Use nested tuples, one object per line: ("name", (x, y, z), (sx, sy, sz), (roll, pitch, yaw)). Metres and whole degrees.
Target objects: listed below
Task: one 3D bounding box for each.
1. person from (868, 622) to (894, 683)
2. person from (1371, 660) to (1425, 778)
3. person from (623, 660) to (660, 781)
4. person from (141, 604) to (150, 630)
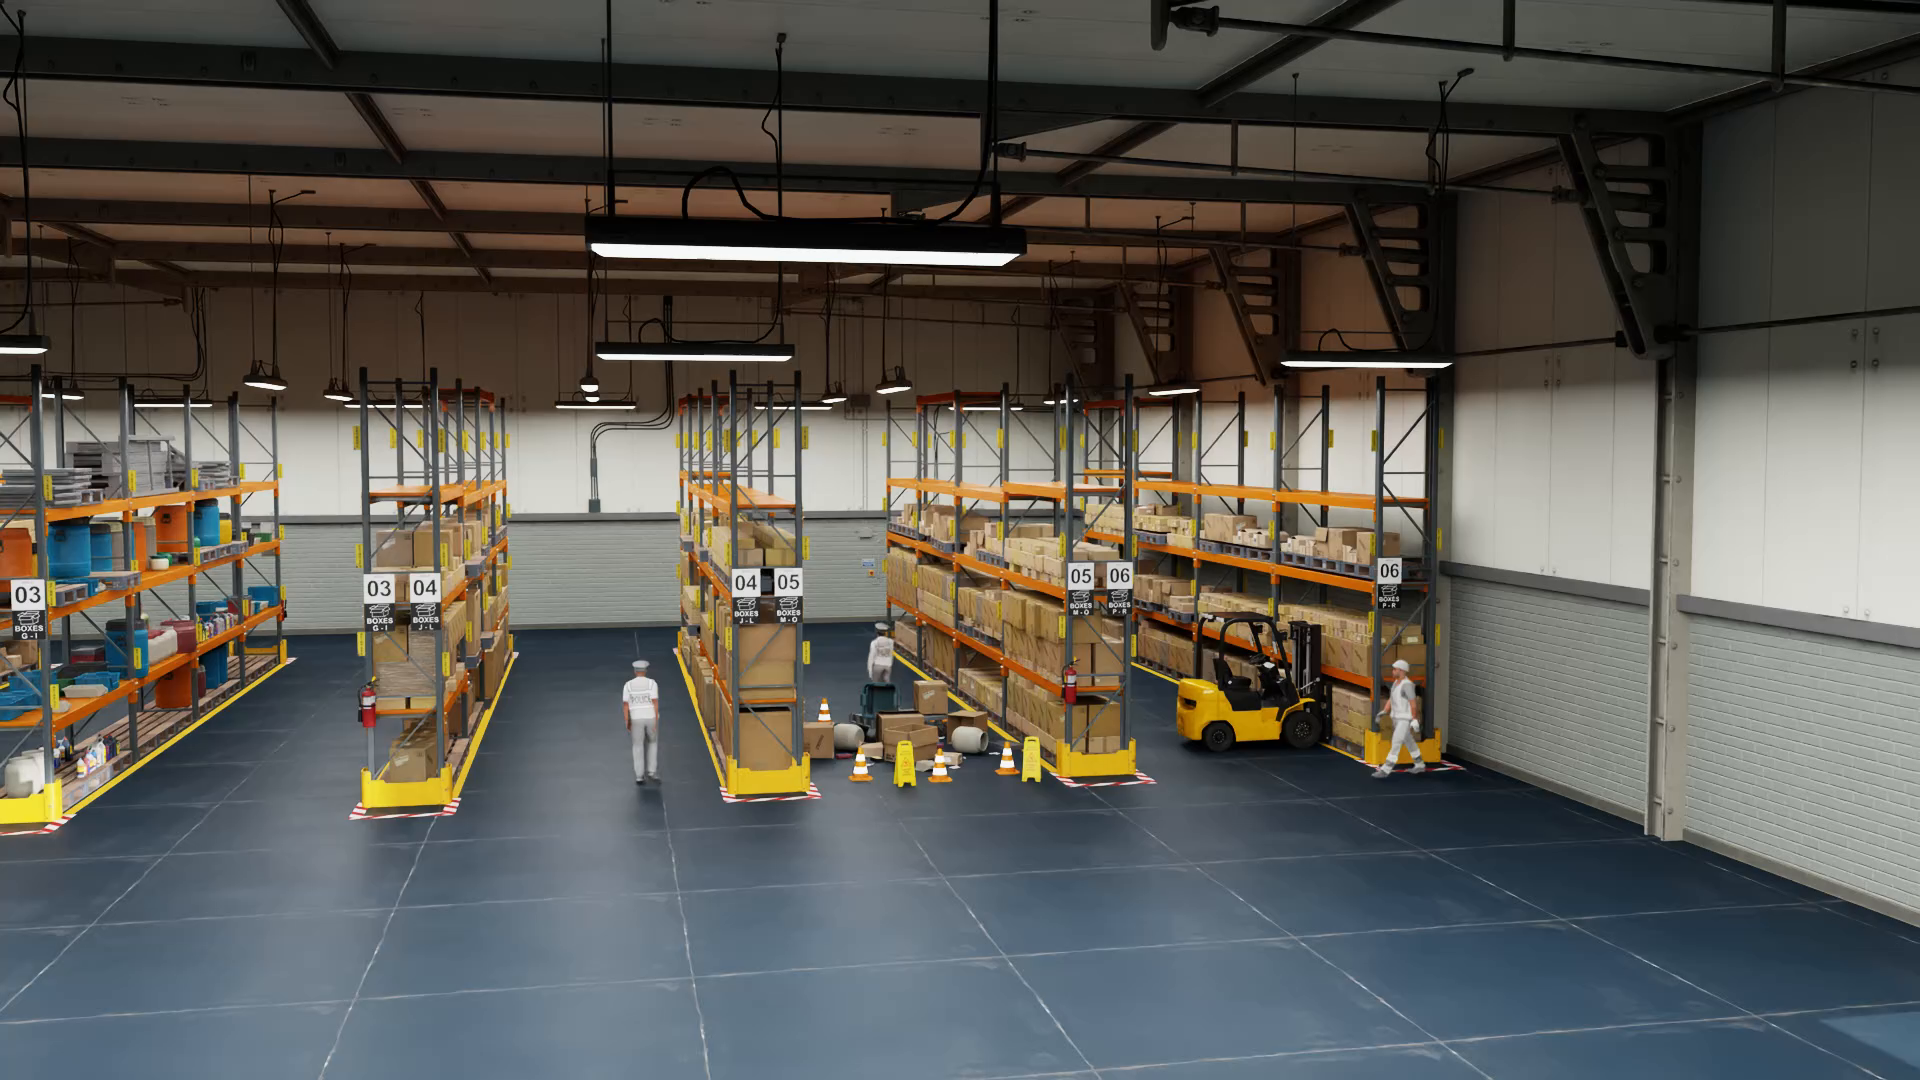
("person", (-1.414, 2.348, 30.519), (0.506, 1.659, 0.783), (-2, 4, -27))
("person", (6.482, 2.633, 24.648), (1.072, 1.716, 0.654), (-1, 4, -21))
("person", (-4.673, 2.687, 24.518), (0.560, 1.808, 0.678), (-1, 4, -17))
("person", (-17.194, 2.115, 34.759), (0.422, 1.667, 0.889), (-1, 4, -17))
